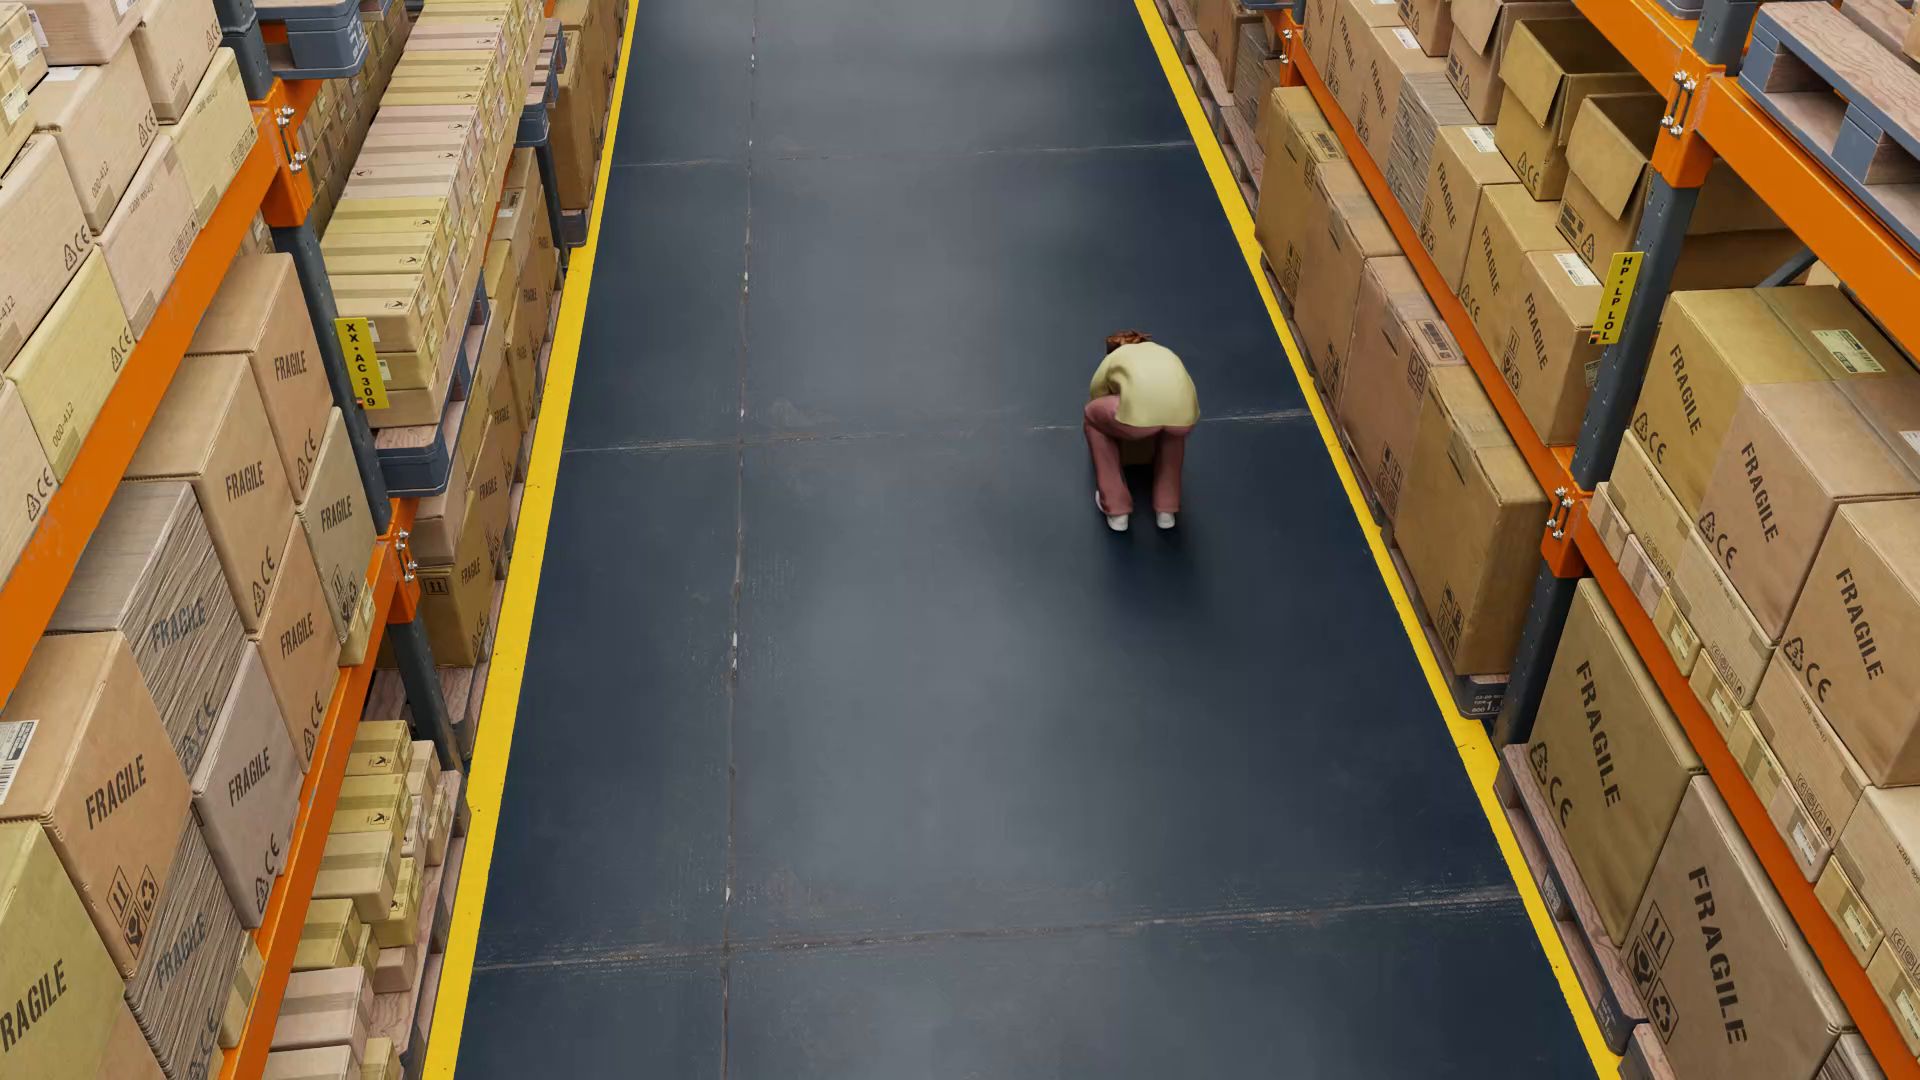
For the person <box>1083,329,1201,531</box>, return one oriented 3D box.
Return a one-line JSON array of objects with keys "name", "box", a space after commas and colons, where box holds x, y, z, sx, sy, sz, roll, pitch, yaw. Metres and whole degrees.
[{"name": "person", "box": [0.795, -0.527, 7.505, 0.477, 0.790, 0.852, -5, 40, -6]}]
